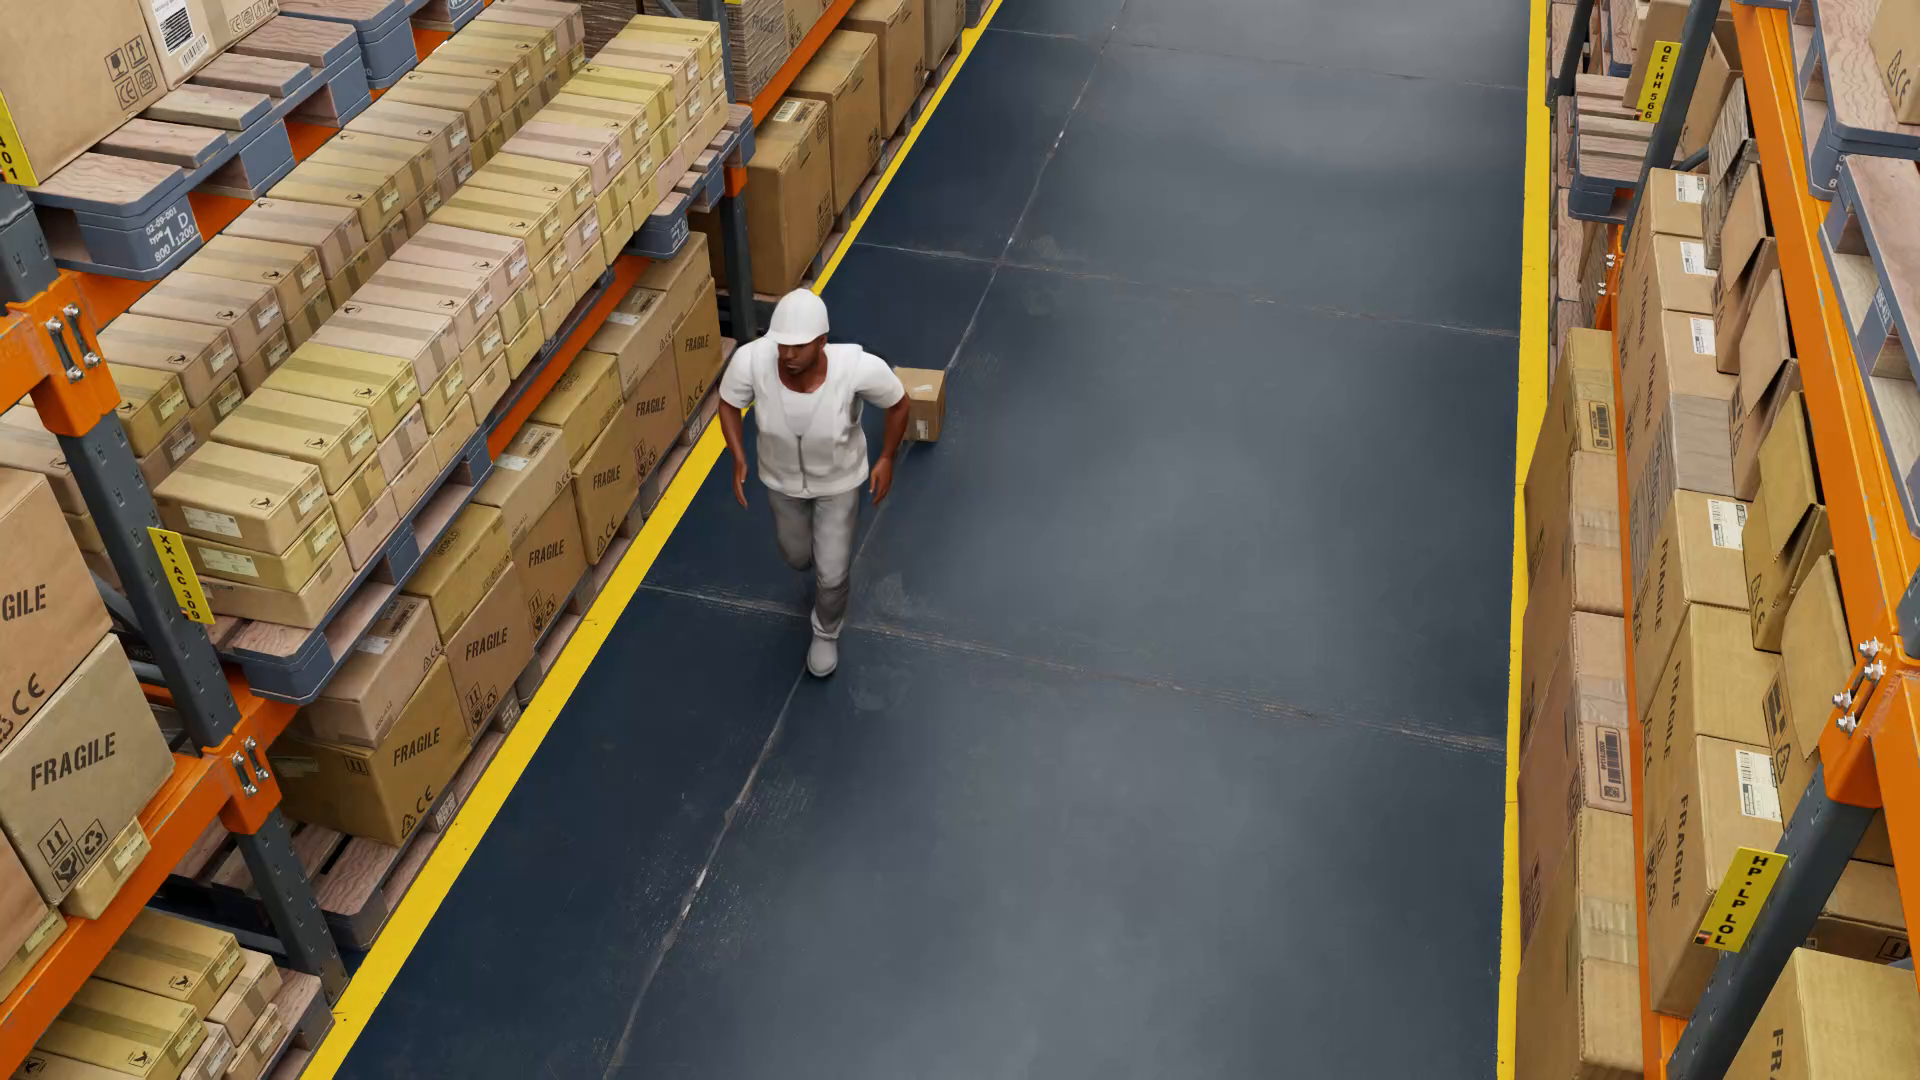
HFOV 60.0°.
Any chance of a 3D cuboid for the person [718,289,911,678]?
[{"bbox_3d":[-0.552,-0.310,6.519,0.729,1.730,0.766,5,41,6],"label":"person"}]
